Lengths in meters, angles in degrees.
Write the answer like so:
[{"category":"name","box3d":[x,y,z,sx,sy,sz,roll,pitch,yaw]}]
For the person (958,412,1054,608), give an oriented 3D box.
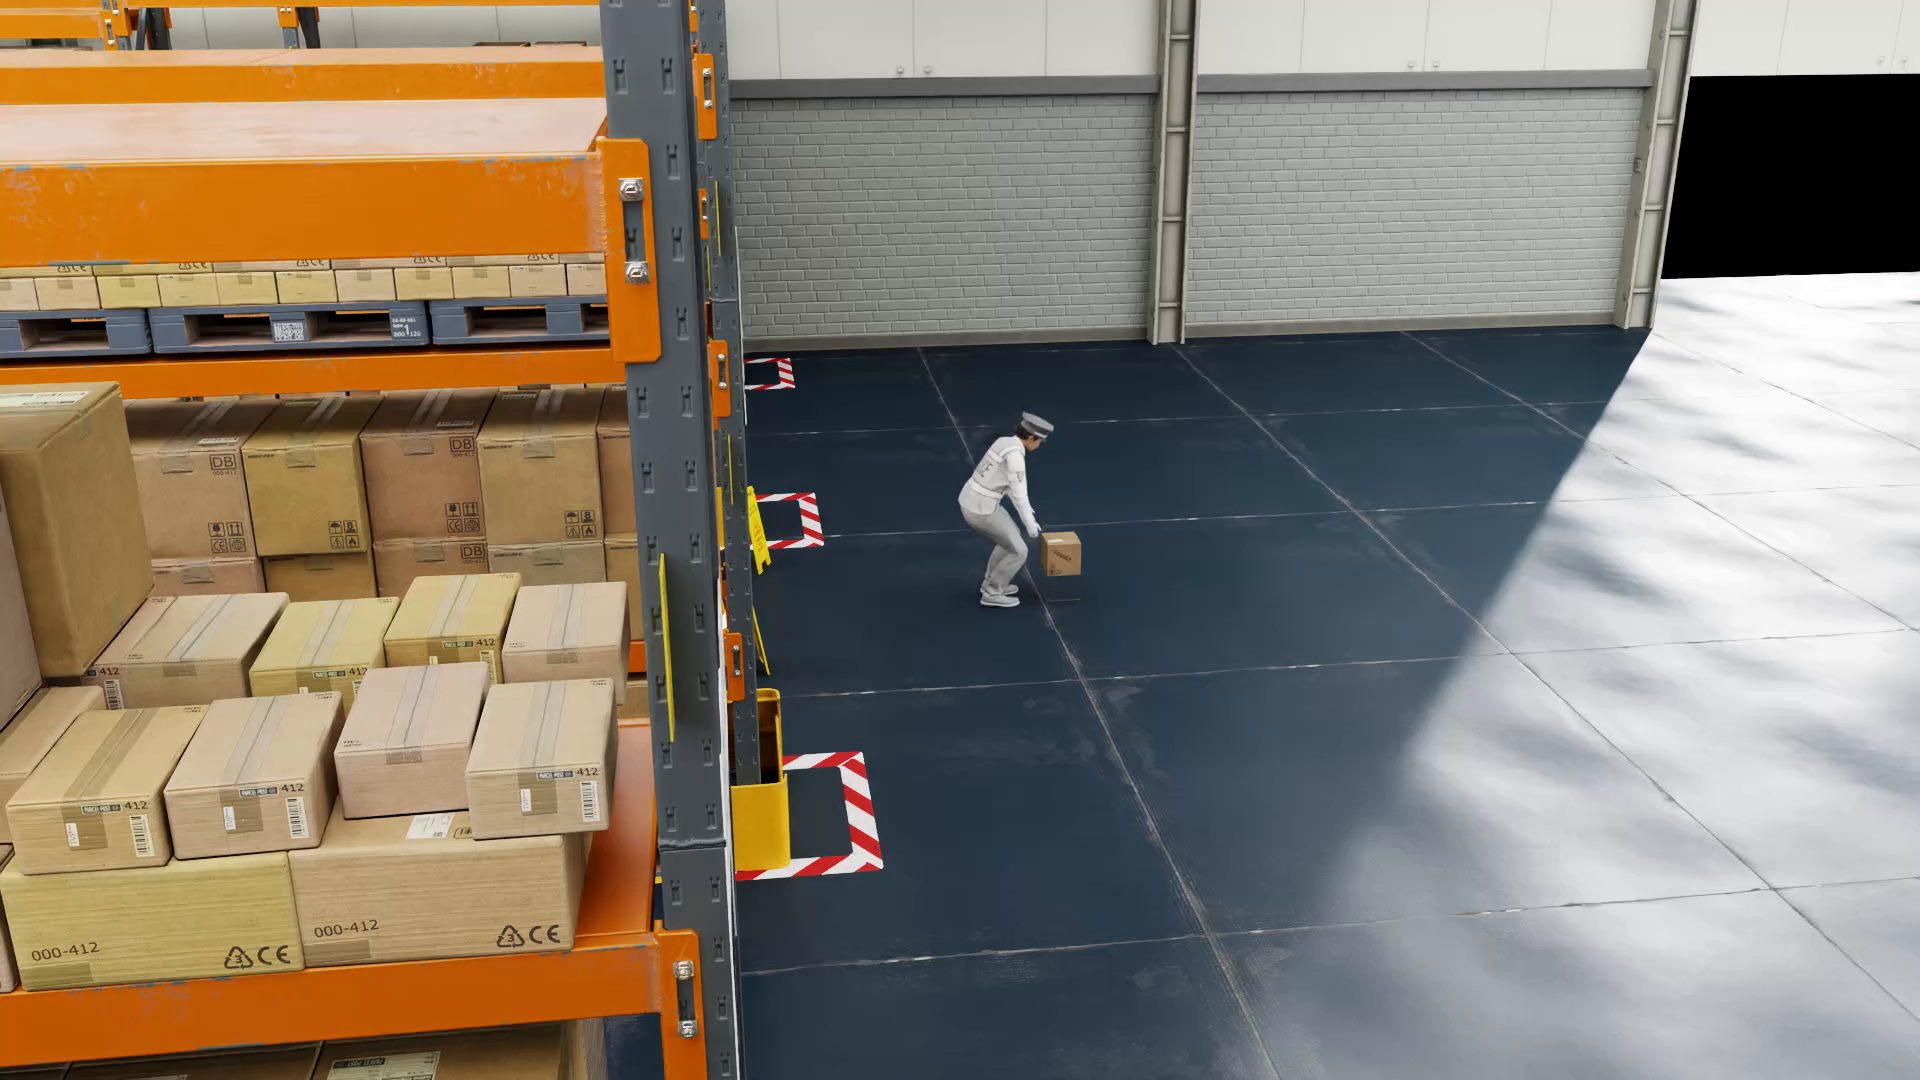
[{"category":"person","box3d":[0.331,-0.232,12.099,0.691,1.404,0.535,-3,20,-7]}]
